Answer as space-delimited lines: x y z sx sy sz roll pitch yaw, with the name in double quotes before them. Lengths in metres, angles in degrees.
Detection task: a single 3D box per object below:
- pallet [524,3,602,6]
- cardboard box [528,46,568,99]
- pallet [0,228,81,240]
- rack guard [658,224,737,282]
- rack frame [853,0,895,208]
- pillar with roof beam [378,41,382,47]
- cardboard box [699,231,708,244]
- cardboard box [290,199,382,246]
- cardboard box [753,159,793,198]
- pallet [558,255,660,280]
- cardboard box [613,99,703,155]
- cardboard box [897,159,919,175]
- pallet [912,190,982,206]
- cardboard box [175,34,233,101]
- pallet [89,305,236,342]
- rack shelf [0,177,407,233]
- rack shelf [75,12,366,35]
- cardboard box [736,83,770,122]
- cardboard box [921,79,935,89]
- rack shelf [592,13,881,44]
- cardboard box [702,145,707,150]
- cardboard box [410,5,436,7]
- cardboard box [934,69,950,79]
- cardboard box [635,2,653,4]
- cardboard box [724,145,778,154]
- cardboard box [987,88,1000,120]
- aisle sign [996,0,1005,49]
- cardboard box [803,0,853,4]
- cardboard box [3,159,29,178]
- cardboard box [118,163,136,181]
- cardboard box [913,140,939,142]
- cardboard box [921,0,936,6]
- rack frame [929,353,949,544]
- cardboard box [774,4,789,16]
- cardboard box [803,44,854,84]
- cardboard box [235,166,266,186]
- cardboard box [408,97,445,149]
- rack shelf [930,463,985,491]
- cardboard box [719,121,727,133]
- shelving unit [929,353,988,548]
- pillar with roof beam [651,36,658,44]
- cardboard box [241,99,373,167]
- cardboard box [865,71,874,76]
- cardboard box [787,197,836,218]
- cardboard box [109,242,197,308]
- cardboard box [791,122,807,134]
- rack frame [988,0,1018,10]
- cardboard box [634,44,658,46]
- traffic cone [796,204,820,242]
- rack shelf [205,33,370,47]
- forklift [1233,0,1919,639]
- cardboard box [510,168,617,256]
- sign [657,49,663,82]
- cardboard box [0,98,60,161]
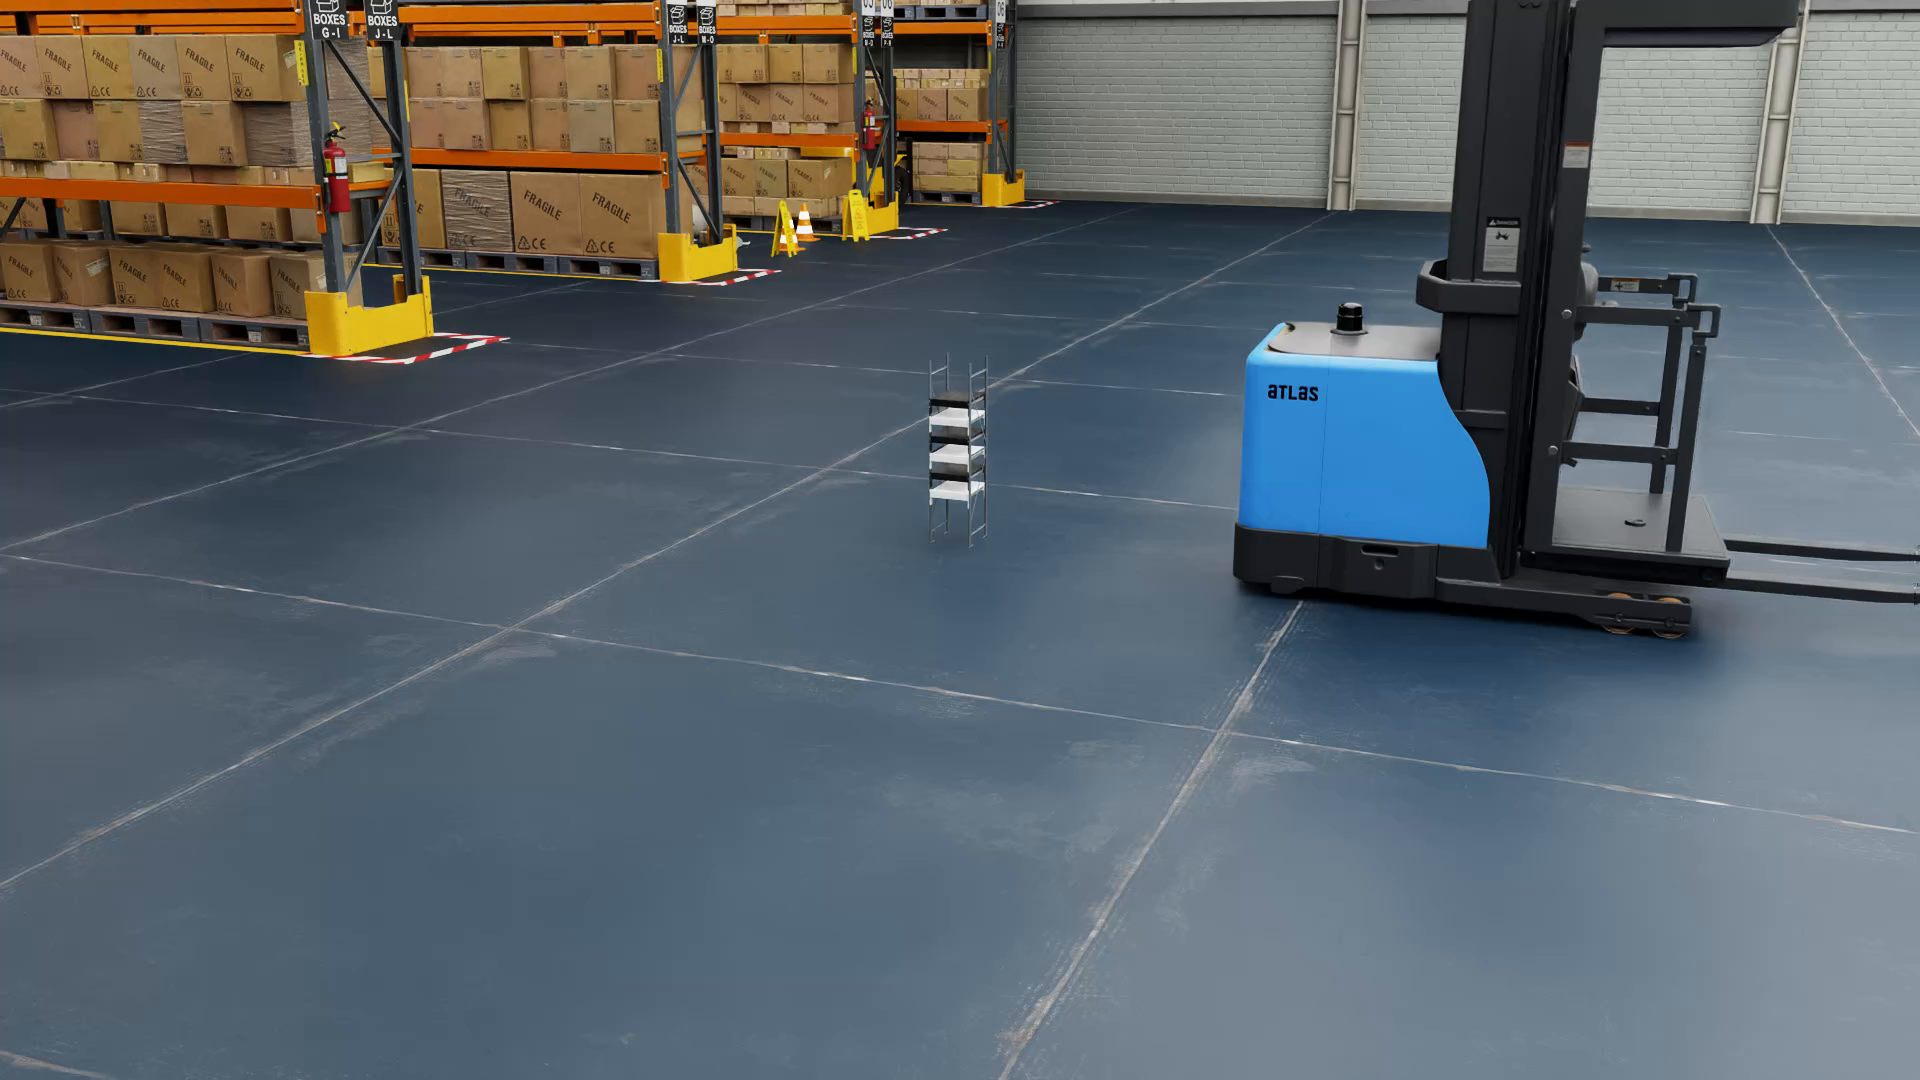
"pallet" -5.393 -7.473 23.490 1.003 0.211 1.213 6 17 21
"cardboard box" -4.206 -5.092 18.126 0.550 0.550 0.875 6 17 21
"pallet" -12.158 -4.013 21.618 1.213 0.211 1.003 6 17 21
"rack guard" -2.837 -3.125 18.042 0.348 0.500 1.175 6 17 21
"rack frame" -1.137 -5.622 22.160 0.127 3.000 1.000 6 17 21
"pillar with roof beam" -12.378 -10.207 27.193 0.400 9.000 9.100 6 17 21
"cardboard box" -3.096 -3.863 21.215 0.380 0.149 0.250 -12 20 -37
"cardboard box" -7.190 -3.899 19.505 0.750 0.750 1.050 6 17 20
"cardboard box" -2.464 -4.931 22.611 0.500 0.500 0.500 7 18 23
"pallet" -3.631 -3.051 18.303 1.213 0.211 1.003 6 17 21
"cardboard box" -3.221 -4.426 17.772 0.550 0.550 0.875 6 17 21
"cardboard box" -0.837 -6.102 27.093 0.500 0.250 0.500 6 17 19
"pallet" -0.046 -5.638 27.217 1.213 0.211 1.003 6 17 21
"cardboard box" -5.842 -3.765 13.256 0.500 0.500 0.500 6 17 21
"pallet" -6.717 -1.938 14.472 1.213 0.211 1.003 6 17 21
"rack shelf" -6.633 -2.911 14.112 4.000 0.370 1.077 6 17 21
"rack shelf" -8.440 -6.037 19.499 4.000 0.370 1.077 6 17 21
"cardboard box" -2.671 -5.902 22.410 0.500 0.500 0.500 6 17 20
"cardboard box" -0.438 -7.322 26.670 0.250 0.149 0.380 6 17 20
"rack shelf" -2.997 -6.922 22.547 4.000 0.370 1.077 6 17 21
"cardboard box" -3.583 -5.347 22.881 0.250 0.149 0.380 7 18 24
"cardboard box" -7.701 -7.830 24.204 0.500 0.500 0.700 6 17 21
"cardboard box" -0.224 -7.431 26.515 0.250 0.149 0.380 7 17 22
"cardboard box" -4.066 -7.377 22.558 0.500 0.250 0.500 6 17 20
"cardboard box" -3.529 -6.431 28.452 0.625 0.625 0.875 7 18 23
"cardboard box" 0.322 -7.081 27.005 0.500 0.500 0.500 7 18 22
"aisle sign" 0.634 -8.076 25.948 0.004 0.787 0.394 6 17 21
"cardboard box" -1.712 -7.116 21.661 0.500 0.250 0.500 6 17 20
"cardboard box" -7.934 -3.193 14.244 0.250 0.149 0.380 6 17 21
"cardboard box" -6.755 -3.077 13.843 0.250 0.149 0.380 6 17 21
"cardboard box" -0.624 -6.474 27.478 0.500 0.250 0.500 6 17 20
"cardboard box" -0.437 -8.568 26.234 0.258 0.266 0.396 6 17 21
"rack frame" -0.102 -0.443 8.087 0.006 0.900 0.240 6 17 21
"cardboard box" -2.261 -7.002 21.984 0.250 0.149 0.380 6 17 21
"cardboard box" -1.692 -6.289 21.950 0.500 0.500 0.700 6 17 19
"cardboard box" -5.597 -2.945 13.389 0.250 0.149 0.380 6 17 21
"cardboard box" -5.712 -4.724 18.798 0.550 0.550 0.875 6 17 21
"rack shelf" -0.008 -0.315 8.085 0.200 0.077 0.258 6 17 21
"cardboard box" -3.251 -5.644 22.684 0.250 0.149 0.380 6 17 20
"shelving unit" -0.008 -0.433 8.051 0.210 0.900 0.258 6 17 21
"pillar with roof beam" -6.797 -9.593 25.078 0.400 9.000 9.100 6 17 21
"cardboard box" -5.274 -3.306 13.470 0.500 0.500 0.875 6 17 21
"cardboard box" -1.386 -7.580 27.027 0.250 0.149 0.380 6 17 21
"cardboard box" -2.010 -4.519 22.538 0.500 0.250 0.500 6 17 20
"cardboard box" -6.994 -2.312 14.486 0.500 0.500 0.500 5 17 16
"cardboard box" -2.070 -5.513 22.235 0.250 0.149 0.380 6 17 20
"rack frame" 0.681 -9.791 25.760 0.127 3.000 1.000 6 17 21
"cardboard box" -4.061 -6.543 22.827 0.500 0.500 0.700 6 17 21
"traffic cone" -2.010 -4.113 21.513 0.334 0.463 0.336 6 17 21
"rack shelf" -12.342 -9.437 31.211 4.000 0.370 1.077 6 17 21
"forklift" 2.787 -1.170 6.948 3.031 2.935 1.130 5 17 17
"cardboard box" -4.333 -3.651 18.428 0.875 0.875 0.875 6 17 20
"sign" -3.071 -4.859 17.028 0.005 0.325 0.100 6 17 21
"cardboard box" -7.646 -3.530 14.240 0.500 0.500 0.875 6 17 21
